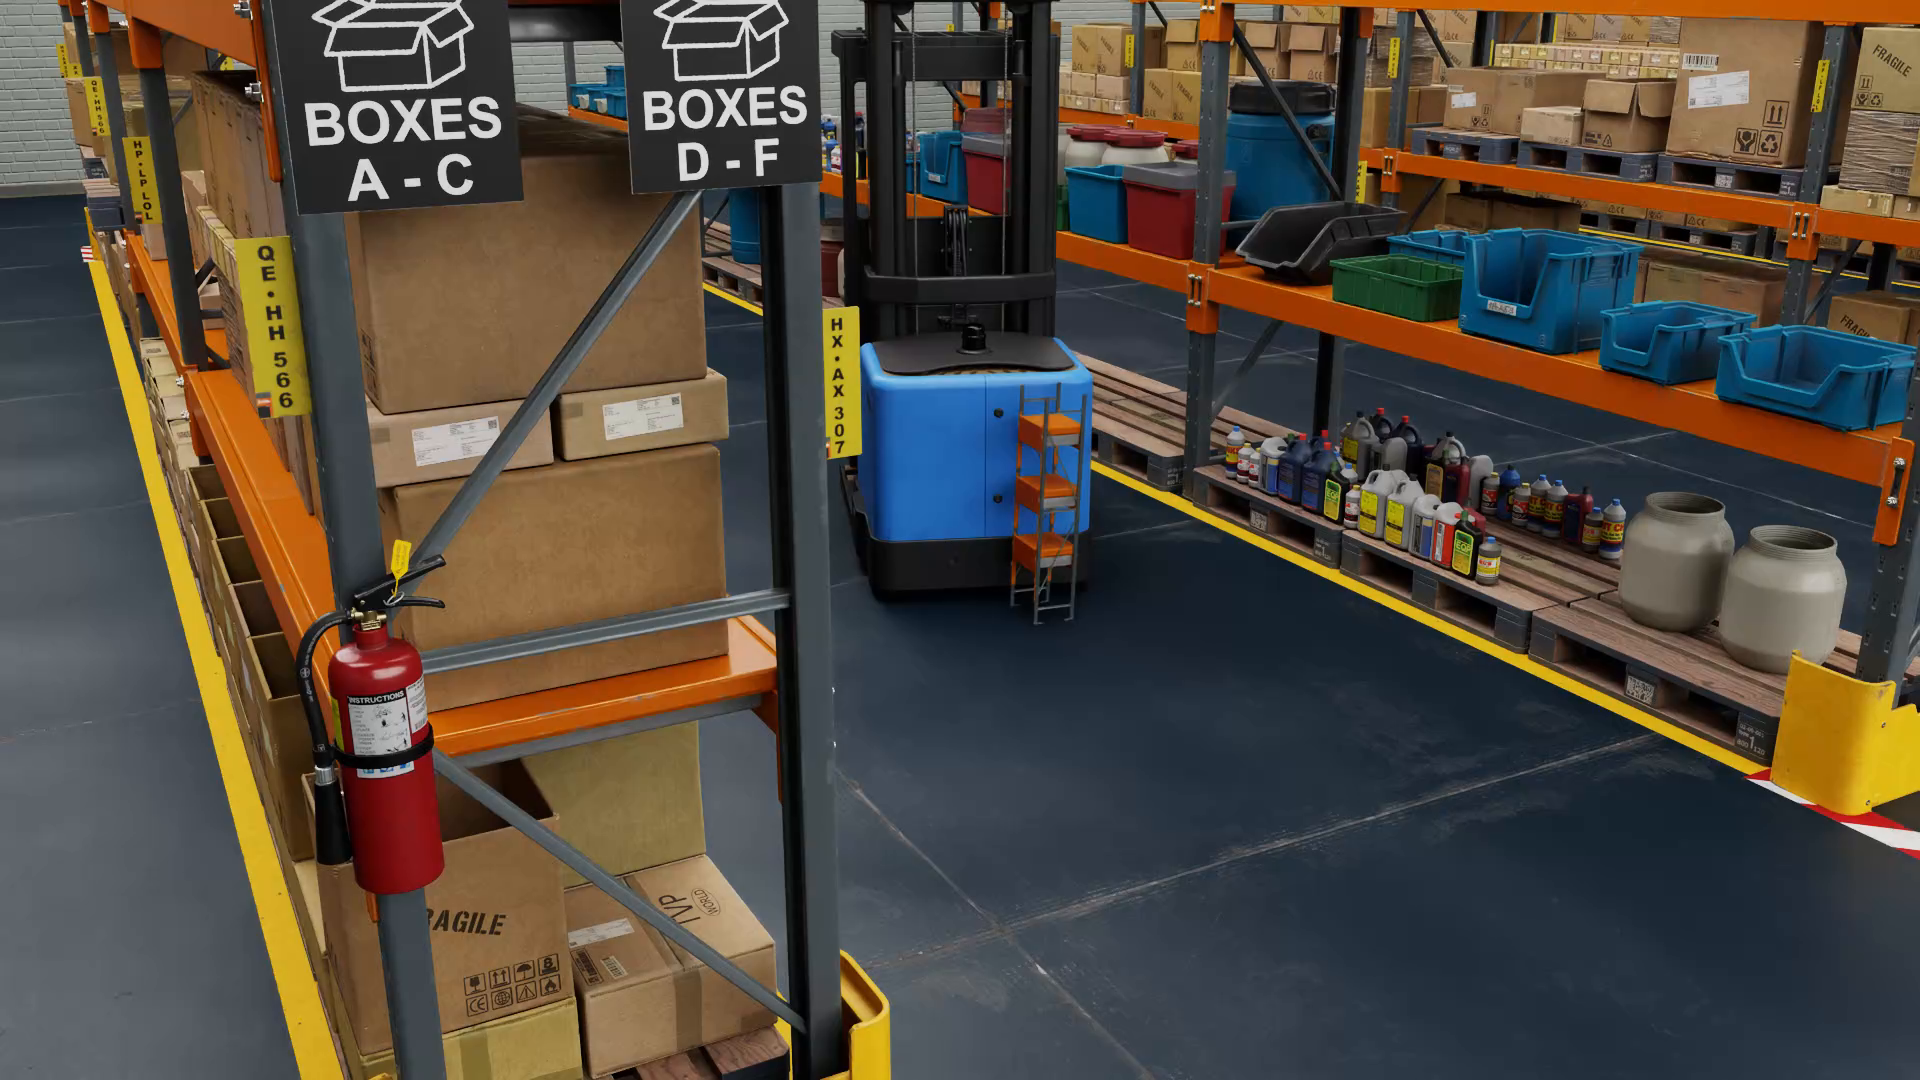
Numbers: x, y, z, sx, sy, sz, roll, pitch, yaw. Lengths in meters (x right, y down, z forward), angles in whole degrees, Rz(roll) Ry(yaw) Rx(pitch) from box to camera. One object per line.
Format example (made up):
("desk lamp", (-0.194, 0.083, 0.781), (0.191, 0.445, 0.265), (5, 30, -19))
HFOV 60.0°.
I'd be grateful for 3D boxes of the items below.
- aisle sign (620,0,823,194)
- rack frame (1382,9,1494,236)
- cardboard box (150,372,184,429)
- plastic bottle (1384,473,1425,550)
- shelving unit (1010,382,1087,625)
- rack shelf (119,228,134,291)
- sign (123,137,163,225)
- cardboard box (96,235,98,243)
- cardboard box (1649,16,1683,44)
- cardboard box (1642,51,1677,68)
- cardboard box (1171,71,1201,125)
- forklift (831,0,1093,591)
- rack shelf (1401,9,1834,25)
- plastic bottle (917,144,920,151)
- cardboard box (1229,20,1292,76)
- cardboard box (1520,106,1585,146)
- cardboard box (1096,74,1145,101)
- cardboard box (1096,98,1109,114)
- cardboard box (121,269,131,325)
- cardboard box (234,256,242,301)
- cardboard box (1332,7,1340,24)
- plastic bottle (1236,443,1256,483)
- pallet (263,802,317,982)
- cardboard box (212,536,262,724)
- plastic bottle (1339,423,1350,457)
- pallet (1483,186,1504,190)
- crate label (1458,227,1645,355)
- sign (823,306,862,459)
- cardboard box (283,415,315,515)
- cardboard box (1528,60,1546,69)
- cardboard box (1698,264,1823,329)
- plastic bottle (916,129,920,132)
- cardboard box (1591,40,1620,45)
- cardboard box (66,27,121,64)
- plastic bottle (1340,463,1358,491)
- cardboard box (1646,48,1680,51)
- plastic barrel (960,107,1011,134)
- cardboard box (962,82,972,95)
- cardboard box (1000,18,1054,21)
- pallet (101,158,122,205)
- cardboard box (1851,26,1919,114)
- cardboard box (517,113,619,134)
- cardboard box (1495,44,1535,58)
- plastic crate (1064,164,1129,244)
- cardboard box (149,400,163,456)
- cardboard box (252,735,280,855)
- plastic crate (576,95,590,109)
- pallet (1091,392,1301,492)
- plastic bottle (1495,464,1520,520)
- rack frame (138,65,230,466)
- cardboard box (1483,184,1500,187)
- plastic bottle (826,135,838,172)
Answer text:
("aisle sign", (-0.449, -1.060, 3.120), (0.394, 0.787, 0.004), (-10, 21, -27))
("rack frame", (4.171, -3.633, 14.560), (1.000, 3.000, 0.127), (-10, 21, -27))
("cardboard box", (-4.062, -0.771, 8.979), (0.500, 0.311, 0.500), (-11, 22, -28))
("plastic bottle", (2.109, -0.147, 7.846), (0.144, 0.351, 0.185), (-9, 21, -24))
("shelving unit", (0.392, -0.163, 7.483), (0.215, 1.050, 0.252), (-6, 20, -23))
("rack shelf", (-5.499, -2.333, 11.898), (1.077, 0.370, 4.000), (-10, 21, -27))
("sign", (-3.123, -1.374, 6.361), (0.100, 0.325, 0.005), (-10, 21, -27))
("cardboard box", (-8.333, -3.019, 16.452), (0.380, 0.166, 0.250), (-10, 21, -27))
("cardboard box", (10.042, -7.220, 23.271), (0.500, 0.500, 0.500), (-10, 21, -26))
("cardboard box", (7.467, -5.096, 17.632), (0.380, 0.149, 0.250), (-10, 21, -27))
("cardboard box", (2.509, -4.513, 16.959), (0.500, 0.500, 0.500), (-10, 21, -27))
("forklift", (-0.083, -1.588, 8.741), (1.130, 2.935, 3.031), (-3, 19, -7))
("rack shelf", (5.121, -4.136, 12.525), (1.077, 0.370, 4.000), (-10, 21, -27))
("plastic bottle", (-0.243, -2.958, 12.794), (0.152, 0.276, 0.135), (-10, 21, -27))
("cardboard box", (2.898, -4.921, 16.604), (0.797, 0.503, 0.637), (-10, 21, -26))
("cardboard box", (4.764, -3.244, 13.019), (0.500, 0.250, 0.500), (-11, 22, -28))
("cardboard box", (1.831, -4.937, 18.113), (0.500, 0.250, 0.500), (-10, 22, -28))
("cardboard box", (1.716, -4.773, 18.250), (0.380, 0.149, 0.250), (-10, 21, -26))
("cardboard box", (-5.939, -1.801, 12.411), (0.500, 0.500, 0.500), (-10, 21, -26))
("cardboard box", (-2.077, -0.828, 5.286), (0.380, 0.149, 0.250), (-11, 22, -28))
("cardboard box", (5.237, -6.862, 21.778), (0.500, 0.500, 0.500), (-11, 22, -28))
("plastic bottle", (1.525, -0.414, 8.848), (0.097, 0.201, 0.097), (0, 19, 0))
("pallet", (-1.726, 0.953, 5.547), (1.003, 0.211, 1.213), (-10, 21, -27))
("cardboard box", (-2.230, 0.264, 5.688), (0.500, 0.500, 0.500), (-10, 21, -27))
("plastic bottle", (2.158, -0.546, 9.232), (0.097, 0.201, 0.097), (0, 19, 0))
("pallet", (6.334, -4.389, 21.028), (1.003, 0.211, 1.213), (-10, 21, -27))
("crate label", (2.499, -1.072, 7.086), (0.502, 0.435, 0.616), (-10, 21, -27))
("sign", (-0.259, -0.334, 3.551), (0.100, 0.325, 0.005), (-10, 21, -27))
("cardboard box", (-1.698, -0.430, 5.126), (0.700, 0.500, 0.500), (-9, 21, -25))
("cardboard box", (6.715, -5.408, 18.991), (0.380, 0.149, 0.250), (-9, 21, -25))
("cardboard box", (5.798, -1.690, 12.089), (0.700, 0.500, 0.500), (-12, 22, -31))
("plastic bottle", (-0.352, -3.163, 13.378), (0.061, 0.283, 0.133), (-10, 21, -27))
("cardboard box", (9.559, -7.039, 24.280), (0.500, 0.500, 0.500), (-10, 21, -27))
("cardboard box", (-7.639, -4.309, 14.833), (0.500, 0.500, 0.500), (-10, 22, -27))
("plastic bottle", (1.922, -0.249, 8.262), (0.097, 0.271, 0.097), (0, 19, 0))
("cardboard box", (7.794, -5.345, 18.351), (0.380, 0.149, 0.250), (-10, 22, -27))
("plastic barrel", (0.299, -2.843, 12.065), (0.600, 0.536, 0.708), (-10, 21, -27))
("cardboard box", (0.250, -5.657, 20.813), (0.380, 0.149, 0.250), (-10, 21, -26))
("cardboard box", (0.835, -6.254, 20.782), (0.500, 0.500, 0.500), (-10, 21, -26))
("pallet", (-5.477, -2.566, 11.764), (1.003, 0.211, 1.213), (-10, 21, -27))
("cardboard box", (6.060, -2.976, 10.516), (0.500, 0.500, 0.500), (-10, 21, -27))
("cardboard box", (-1.240, -0.765, 4.106), (0.700, 0.500, 0.500), (-11, 22, -28))
("cardboard box", (6.467, -5.697, 19.372), (0.380, 0.149, 0.250), (-9, 21, -24))
("plastic crate", (0.914, -1.978, 9.790), (0.392, 0.384, 0.575), (-10, 21, -27))
("cardboard box", (-4.319, -0.658, 9.511), (0.500, 0.250, 0.500), (-11, 22, -28))
("cardboard box", (-1.988, 0.762, 5.397), (0.500, 0.250, 0.500), (-10, 21, -27))
("plastic crate", (-4.080, -4.839, 18.368), (0.250, 0.136, 0.298), (-10, 21, -27))
("pallet", (1.304, -0.618, 10.100), (1.003, 0.211, 1.213), (-10, 21, -27))
("plastic bottle", (2.718, -0.241, 8.240), (0.097, 0.271, 0.097), (0, 19, 0))
("rack frame", (-2.650, -0.951, 6.789), (1.000, 3.000, 0.127), (-10, 21, -27))
("cardboard box", (6.794, -4.525, 20.874), (0.380, 0.149, 0.250), (-11, 22, -29))
("plastic bottle", (-0.996, -3.013, 12.961), (0.097, 0.271, 0.097), (0, 19, 0))
